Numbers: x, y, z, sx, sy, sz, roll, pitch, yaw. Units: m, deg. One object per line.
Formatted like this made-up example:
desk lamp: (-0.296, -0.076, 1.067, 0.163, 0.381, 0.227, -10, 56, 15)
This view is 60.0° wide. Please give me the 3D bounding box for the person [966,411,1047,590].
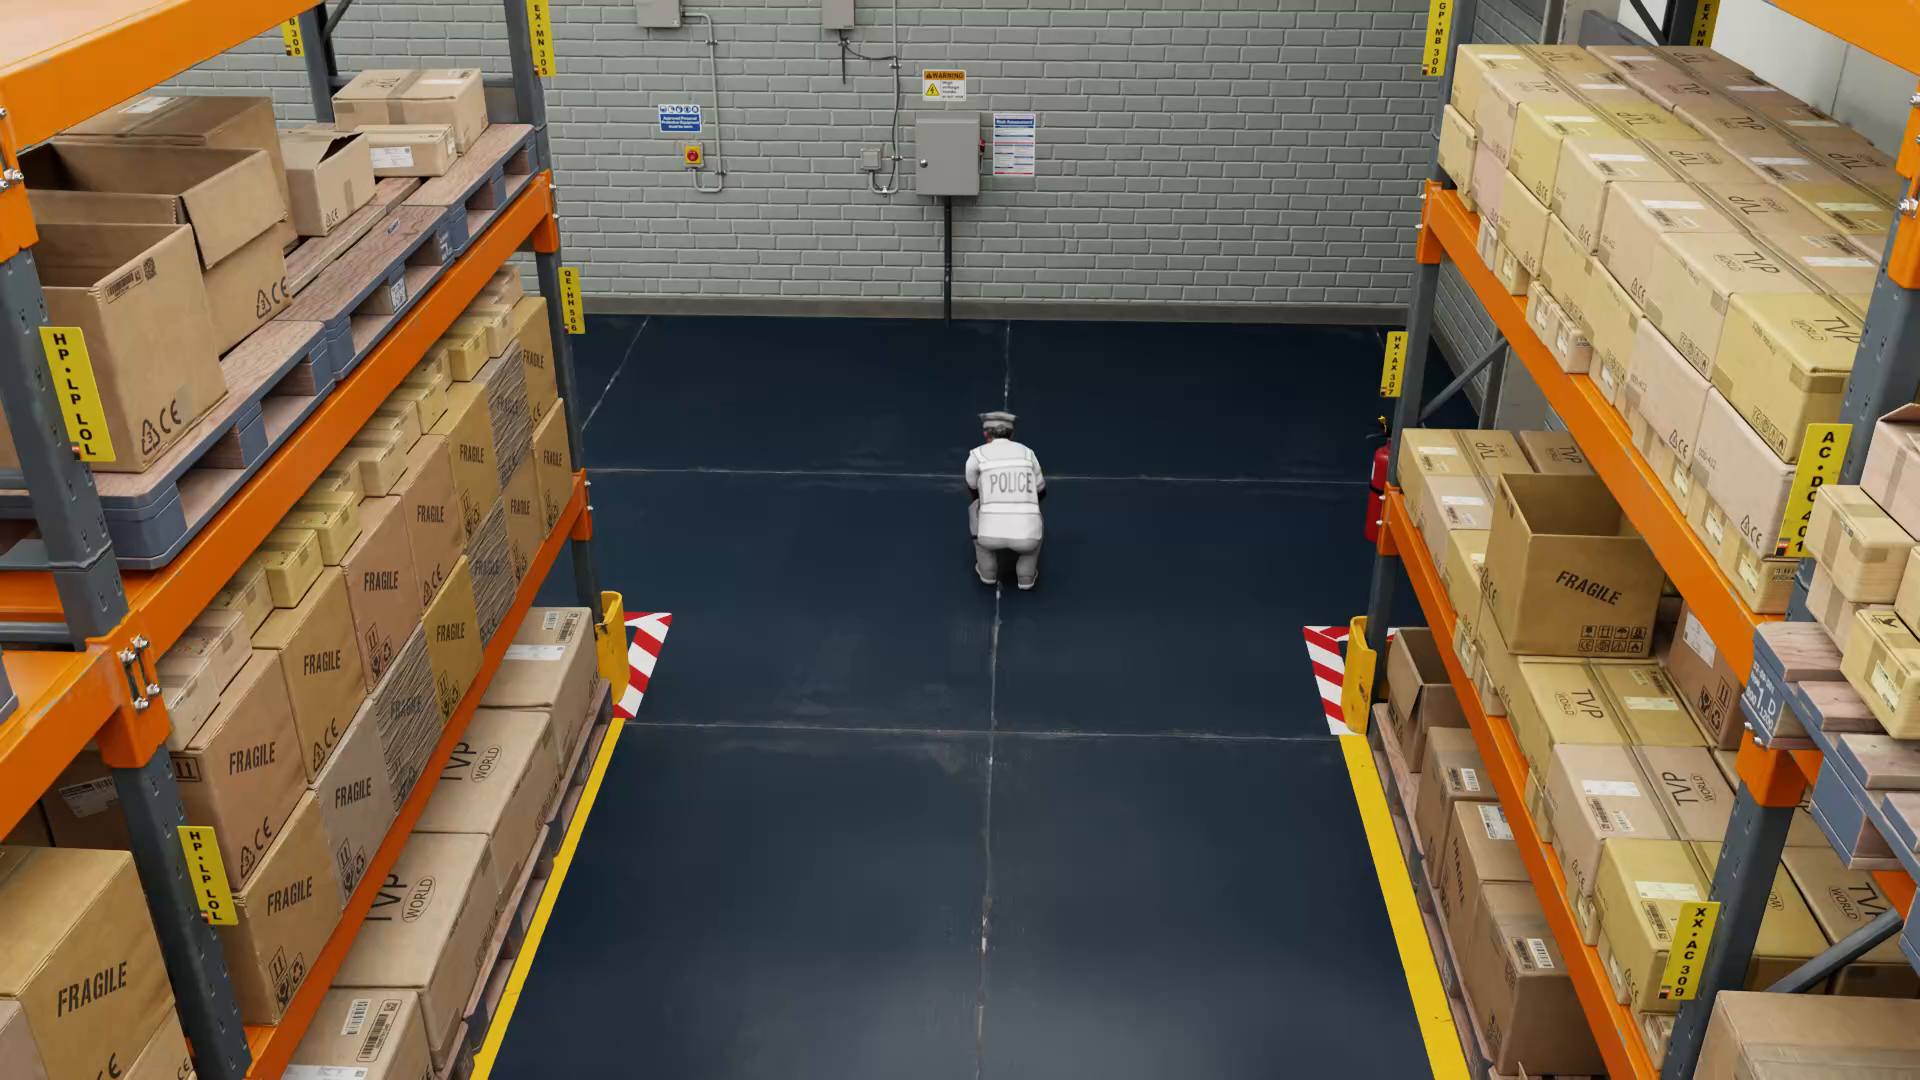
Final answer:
person: (0.276, -0.247, 9.847, 0.485, 0.961, 0.840, 1, 28, 1)
